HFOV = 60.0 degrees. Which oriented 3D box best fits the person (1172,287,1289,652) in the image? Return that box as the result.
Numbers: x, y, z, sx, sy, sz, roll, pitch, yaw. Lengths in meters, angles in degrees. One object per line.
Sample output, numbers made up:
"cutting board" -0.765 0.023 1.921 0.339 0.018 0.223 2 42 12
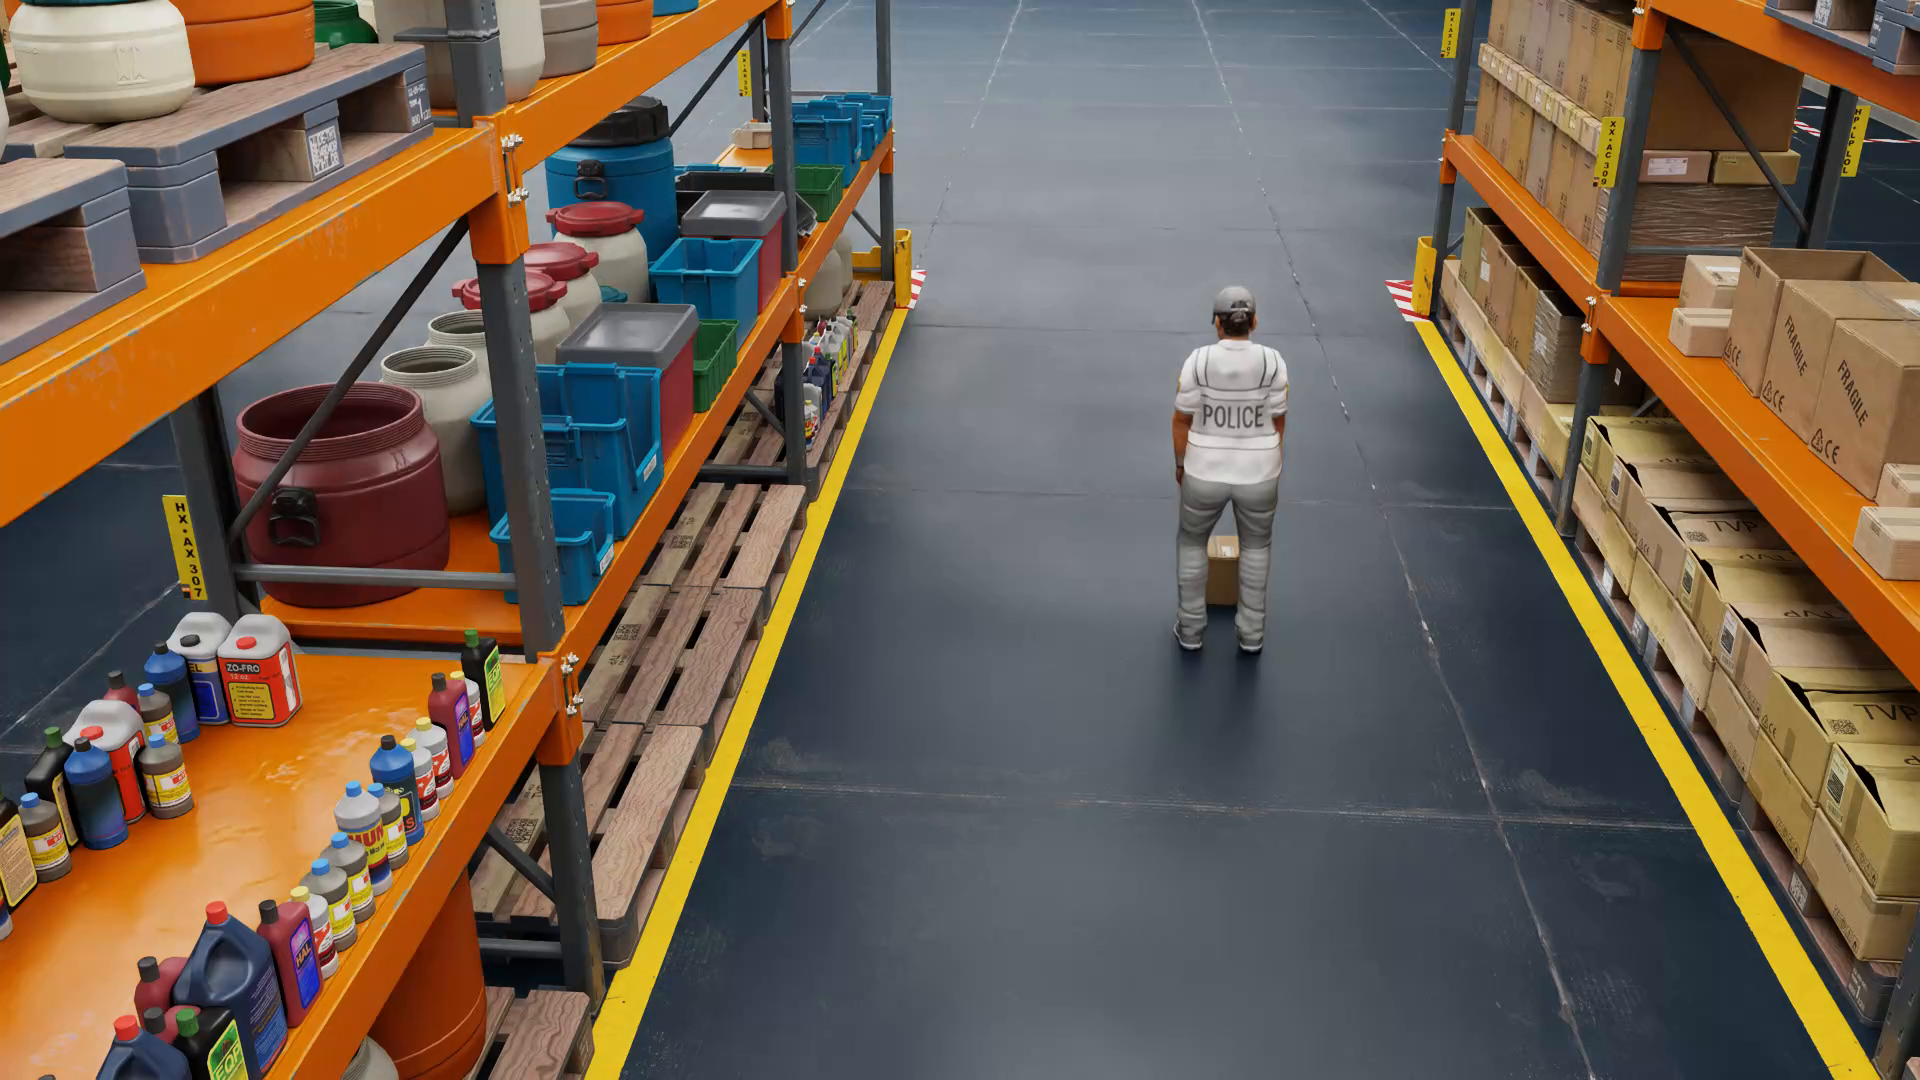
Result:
"person" 1.157 -0.290 7.275 0.483 1.643 0.404 2 25 5
